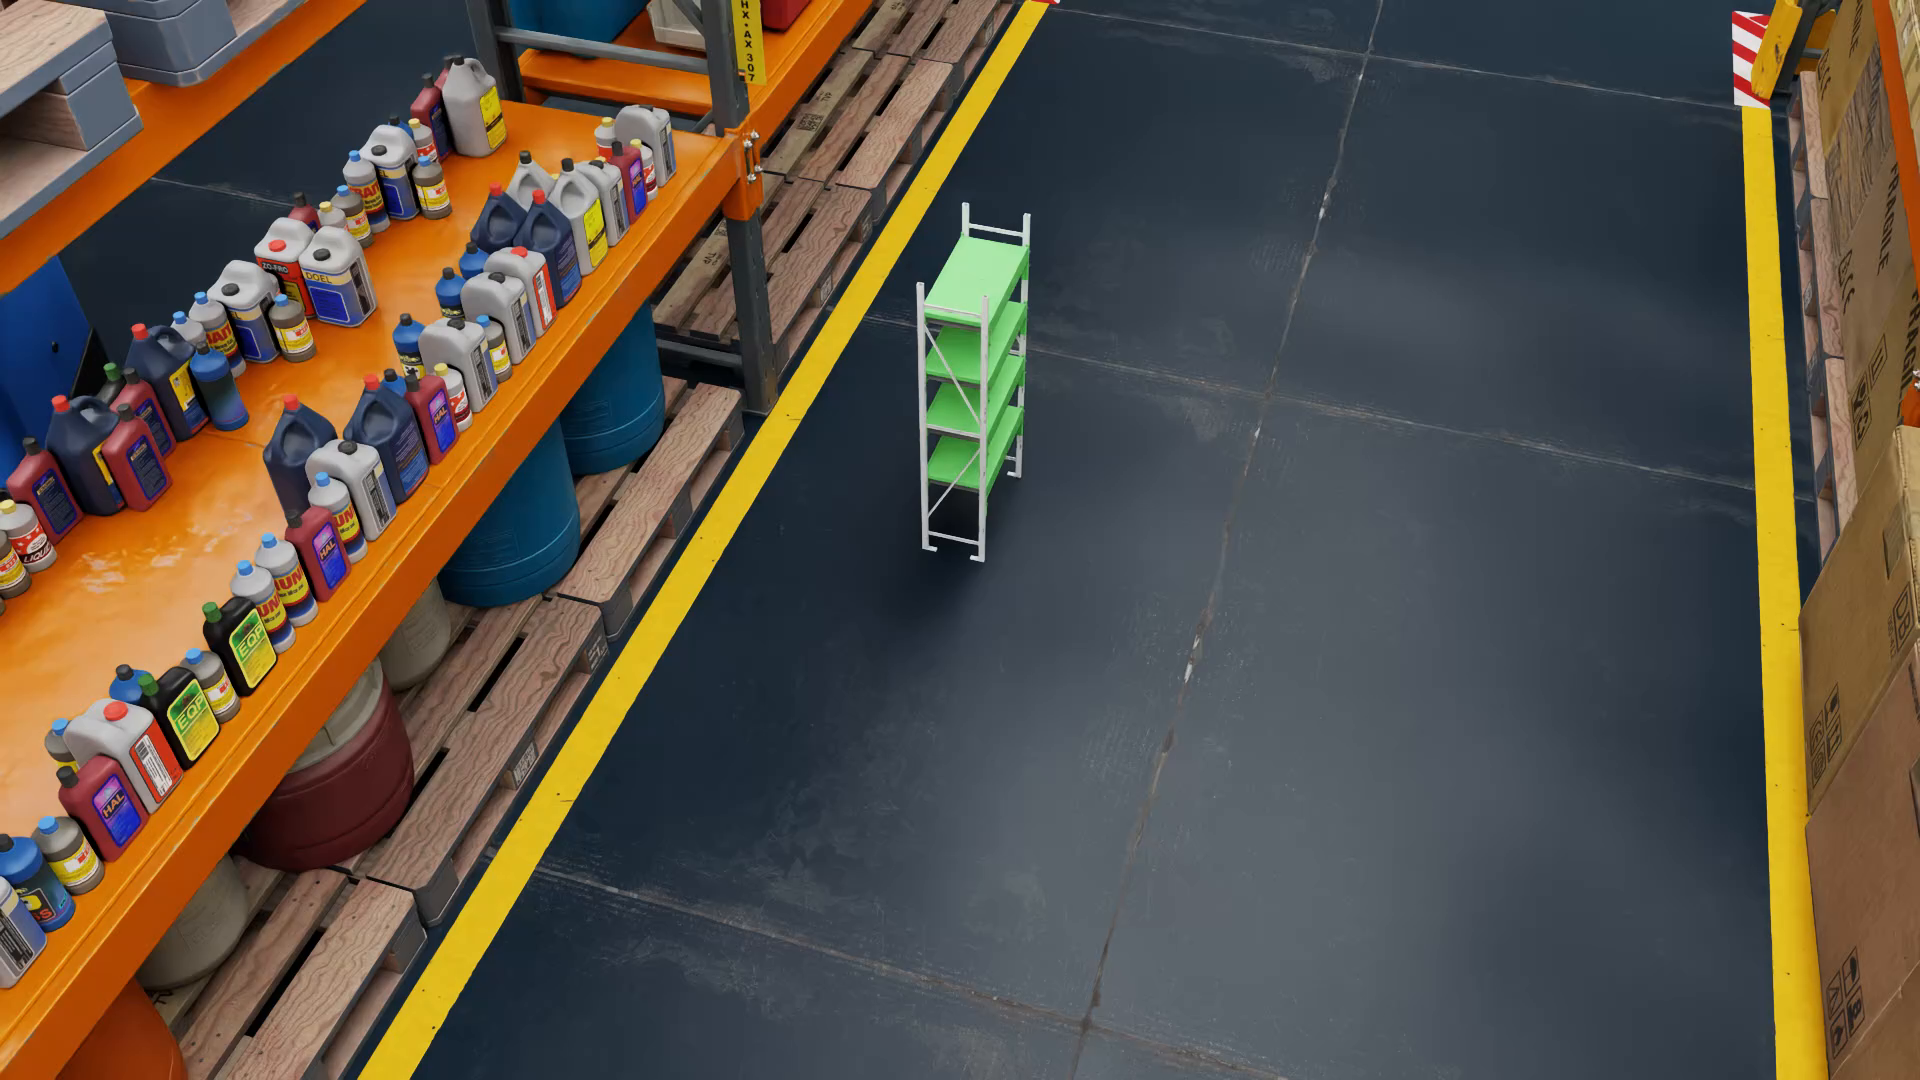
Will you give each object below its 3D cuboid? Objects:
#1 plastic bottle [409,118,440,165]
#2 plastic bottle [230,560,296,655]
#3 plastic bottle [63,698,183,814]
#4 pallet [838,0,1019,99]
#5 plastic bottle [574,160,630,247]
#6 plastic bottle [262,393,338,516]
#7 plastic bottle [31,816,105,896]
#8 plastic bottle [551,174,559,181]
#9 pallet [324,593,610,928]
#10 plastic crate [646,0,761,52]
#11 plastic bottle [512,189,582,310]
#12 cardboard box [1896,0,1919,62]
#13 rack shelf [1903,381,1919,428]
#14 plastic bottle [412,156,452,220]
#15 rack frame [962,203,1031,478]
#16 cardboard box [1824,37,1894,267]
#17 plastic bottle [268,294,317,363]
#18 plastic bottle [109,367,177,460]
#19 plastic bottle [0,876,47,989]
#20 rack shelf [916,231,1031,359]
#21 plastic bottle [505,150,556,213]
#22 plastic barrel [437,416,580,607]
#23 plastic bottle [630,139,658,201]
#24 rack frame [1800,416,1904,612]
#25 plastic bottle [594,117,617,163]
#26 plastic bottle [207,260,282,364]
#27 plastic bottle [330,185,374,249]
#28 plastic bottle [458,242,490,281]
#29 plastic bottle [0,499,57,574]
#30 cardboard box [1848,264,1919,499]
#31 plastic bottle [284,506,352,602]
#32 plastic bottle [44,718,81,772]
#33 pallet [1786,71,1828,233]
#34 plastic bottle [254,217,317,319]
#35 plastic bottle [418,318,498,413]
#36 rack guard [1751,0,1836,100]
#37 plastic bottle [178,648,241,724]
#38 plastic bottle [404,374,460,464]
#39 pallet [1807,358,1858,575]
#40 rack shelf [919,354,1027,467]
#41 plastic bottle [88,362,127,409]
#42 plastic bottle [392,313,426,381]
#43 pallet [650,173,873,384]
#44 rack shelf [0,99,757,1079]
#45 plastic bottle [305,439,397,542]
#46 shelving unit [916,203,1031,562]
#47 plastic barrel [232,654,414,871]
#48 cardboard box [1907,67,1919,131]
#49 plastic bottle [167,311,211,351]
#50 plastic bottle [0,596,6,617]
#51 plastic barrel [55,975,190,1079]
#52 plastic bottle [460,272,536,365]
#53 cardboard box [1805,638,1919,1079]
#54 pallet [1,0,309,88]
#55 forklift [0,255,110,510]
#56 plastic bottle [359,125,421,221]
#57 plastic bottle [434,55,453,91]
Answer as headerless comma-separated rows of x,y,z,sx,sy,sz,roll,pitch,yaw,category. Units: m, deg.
-1.815,-1.320,5.597,0.097,0.201,0.097,0,44,0,plastic bottle
-1.700,0.154,4.039,0.097,0.271,0.097,0,44,0,plastic bottle
-1.872,0.467,3.717,0.152,0.276,0.135,13,46,13,plastic bottle
-0.315,-2.843,9.005,1.003,0.211,1.213,13,46,13,pallet
-1.161,-1.096,5.314,0.152,0.276,0.135,13,46,13,plastic bottle
-1.725,-0.224,4.369,0.144,0.351,0.185,13,46,13,plastic bottle
-1.921,0.666,3.567,0.097,0.201,0.097,0,44,0,plastic bottle
-1.286,-1.083,5.355,0.097,0.201,0.097,0,44,0,plastic bottle
-1.881,0.603,5.483,1.003,0.211,1.213,13,46,13,pallet
-0.962,-1.922,6.215,0.396,0.136,0.243,13,46,13,plastic crate
-1.262,-0.892,5.052,0.144,0.351,0.185,13,46,13,plastic bottle
3.728,-1.875,6.201,0.380,0.149,0.250,13,46,13,cardboard box
2.875,0.924,3.675,1.077,0.370,4.000,13,46,13,rack shelf
-1.729,-1.158,5.431,0.097,0.201,0.097,0,44,0,plastic bottle
0.124,-0.702,6.109,0.240,1.200,0.015,13,46,13,rack frame
4.299,-1.673,7.034,0.875,0.875,0.875,13,46,13,cardboard box
-1.969,-0.631,4.892,0.097,0.201,0.097,0,44,0,plastic bottle
-2.234,-0.328,4.524,0.061,0.283,0.133,13,46,13,plastic bottle
-2.012,0.775,3.402,0.152,0.276,0.135,13,46,13,plastic bottle
0.050,-0.837,5.652,0.258,0.148,0.480,13,46,13,rack shelf
-1.343,-1.046,5.210,0.144,0.351,0.185,13,46,13,plastic bottle
-1.635,-0.284,5.596,0.600,0.901,0.708,13,46,13,plastic barrel
-1.060,-1.230,5.504,0.097,0.201,0.097,0,44,0,plastic bottle
3.481,-0.666,4.786,1.000,3.000,0.127,13,46,13,rack frame
-1.175,-1.327,5.603,0.097,0.201,0.097,0,44,0,plastic bottle
-2.093,-0.671,4.880,0.152,0.276,0.135,13,46,13,plastic bottle
-1.944,-1.036,5.306,0.097,0.201,0.097,0,44,0,plastic bottle
-1.439,-0.772,4.987,0.097,0.271,0.097,0,44,0,plastic bottle
-2.406,-0.019,4.267,0.097,0.201,0.097,0,44,0,plastic bottle
3.757,-0.480,5.814,0.875,0.875,0.875,13,46,13,cardboard box
-1.618,0.012,4.176,0.061,0.283,0.133,13,46,13,plastic bottle
-1.996,0.480,3.757,0.097,0.201,0.097,0,44,0,plastic bottle
4.525,-1.786,7.924,1.003,0.211,1.213,13,46,13,pallet
-2.023,-0.826,5.038,0.152,0.276,0.135,13,46,13,plastic bottle
-1.425,-0.516,4.721,0.152,0.276,0.135,13,46,13,plastic bottle
4.699,-2.455,8.401,1.175,0.500,0.348,13,46,13,rack guard
-1.770,0.333,3.907,0.097,0.201,0.097,0,44,0,plastic bottle
-1.452,-0.354,4.551,0.061,0.283,0.133,13,46,13,plastic bottle
3.786,-0.160,6.262,1.003,0.211,1.213,13,46,13,pallet
0.050,-0.493,5.988,0.258,0.148,0.480,13,46,13,rack shelf
-2.292,-0.341,4.537,0.061,0.283,0.133,13,46,13,plastic bottle
-1.550,-0.528,4.737,0.097,0.271,0.097,0,44,0,plastic bottle
-1.054,-1.217,7.343,1.003,0.211,1.213,13,46,13,pallet
-1.845,-0.125,4.747,1.077,0.370,4.000,13,46,13,rack shelf
-1.592,-0.149,4.346,0.152,0.276,0.135,13,46,13,plastic bottle
0.050,-0.539,5.943,0.258,1.200,0.503,13,46,13,shelving unit
-1.977,0.580,4.936,0.600,0.588,0.708,13,46,13,plastic barrel
3.572,-1.535,5.854,0.380,0.149,0.250,13,46,13,cardboard box
-2.184,-0.533,4.742,0.097,0.271,0.097,0,44,0,plastic bottle
-2.465,0.111,4.134,0.097,0.201,0.097,0,44,0,plastic bottle
-2.319,1.247,4.082,0.600,0.830,0.708,13,46,13,plastic barrel
-1.355,-0.670,4.879,0.152,0.276,0.135,13,46,13,plastic bottle
3.036,0.970,4.333,1.225,0.875,0.875,11,45,11,cardboard box
-1.724,-1.420,3.547,1.003,0.211,1.213,13,46,13,pallet
-4.893,-1.193,5.374,3.031,2.935,1.130,-7,45,-7,forklift
-1.854,-1.199,5.419,0.152,0.276,0.135,13,46,13,plastic bottle
-1.757,-1.519,5.741,0.061,0.283,0.133,13,46,13,plastic bottle
